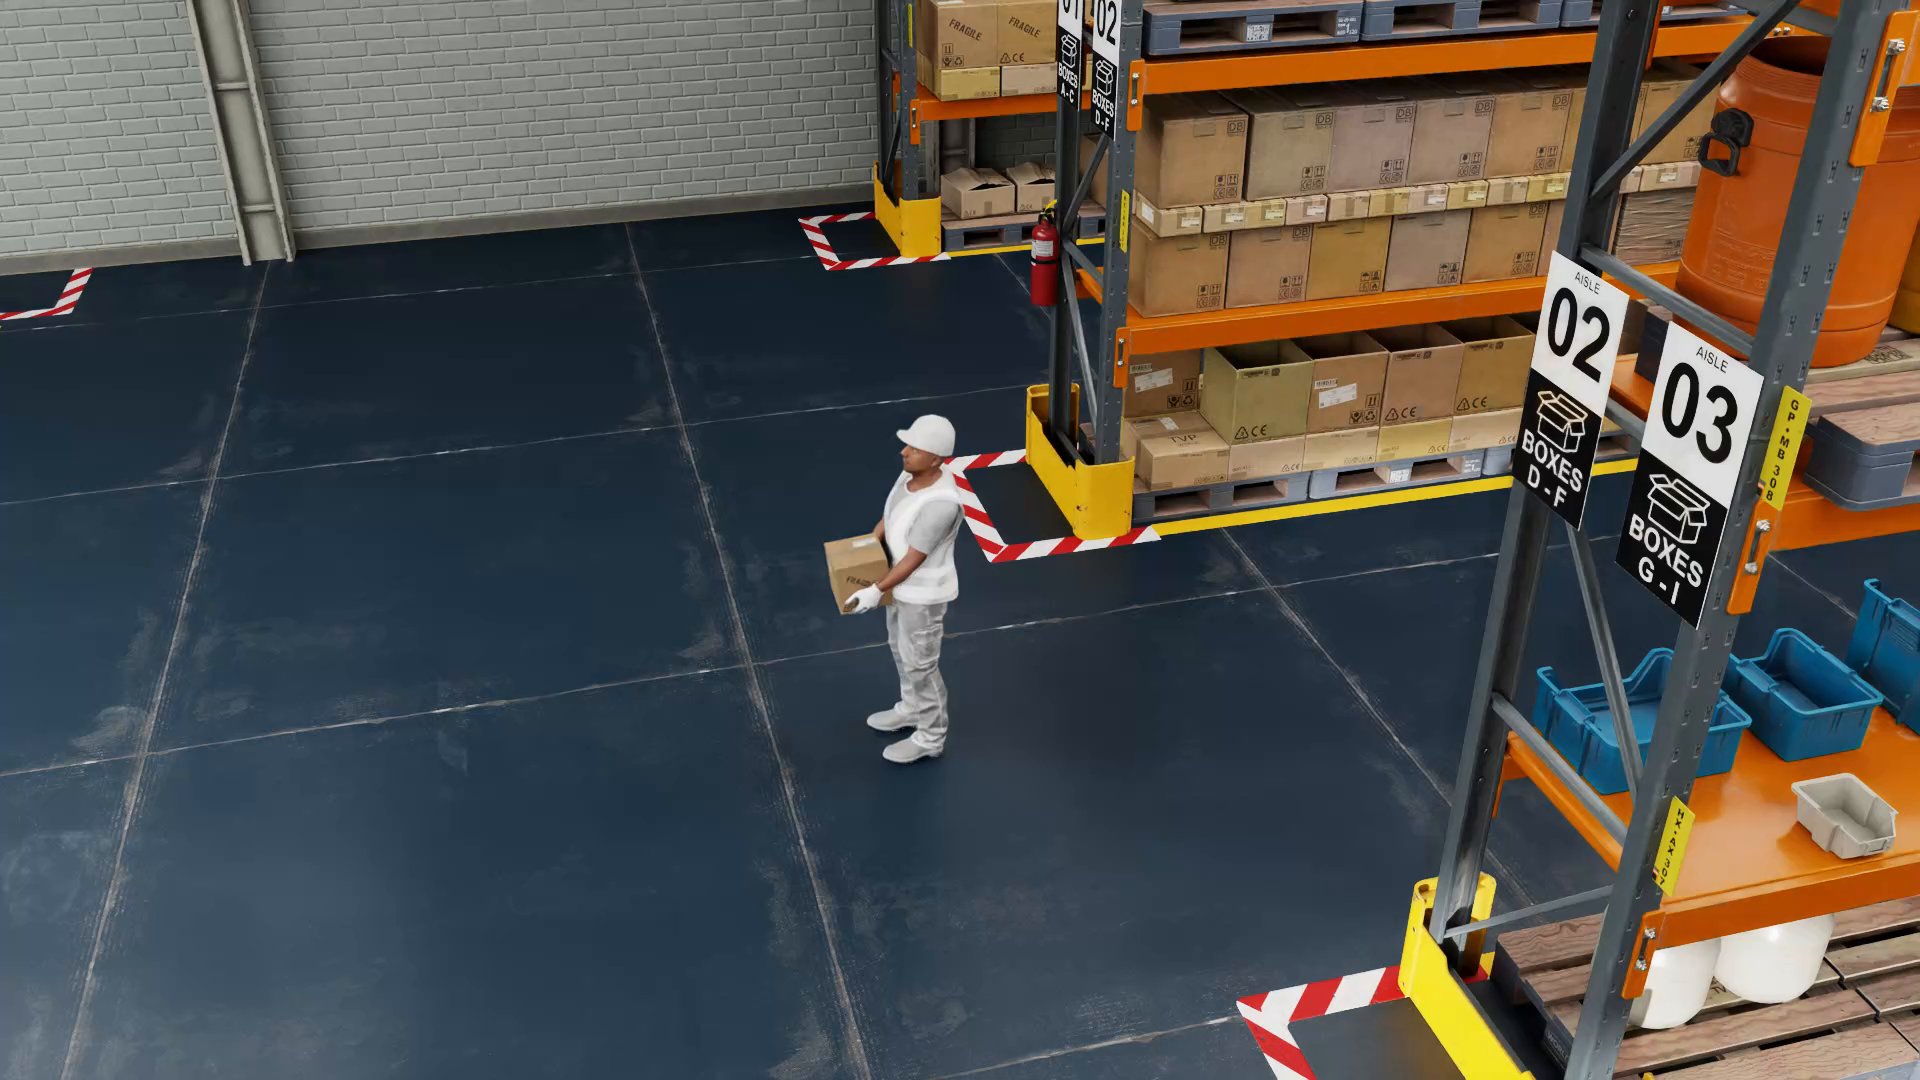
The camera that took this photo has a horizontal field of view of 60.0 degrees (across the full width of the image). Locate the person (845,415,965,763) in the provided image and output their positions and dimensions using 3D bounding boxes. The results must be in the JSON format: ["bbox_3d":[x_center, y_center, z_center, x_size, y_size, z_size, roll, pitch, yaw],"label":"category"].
[{"bbox_3d":[-0.282,0.238,7.808,0.569,1.787,0.499,-7,31,-12],"label":"person"}]
